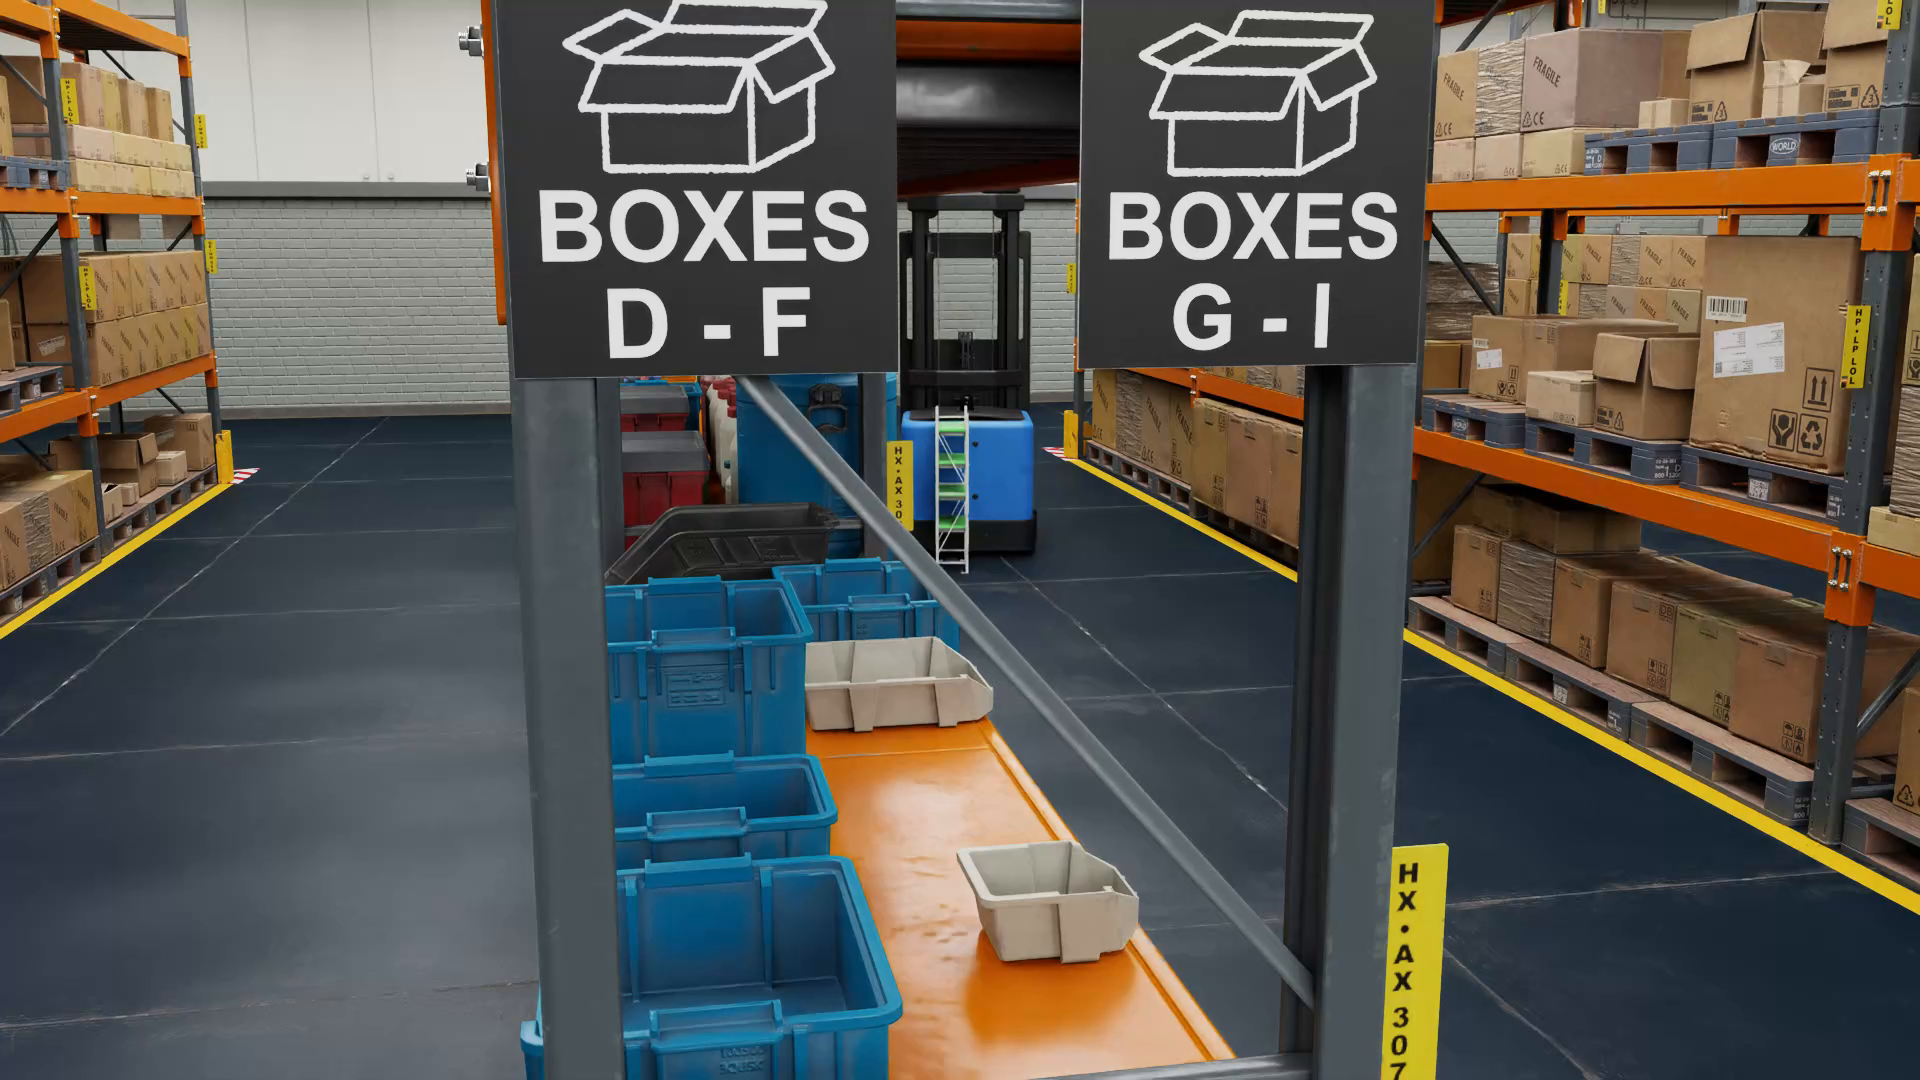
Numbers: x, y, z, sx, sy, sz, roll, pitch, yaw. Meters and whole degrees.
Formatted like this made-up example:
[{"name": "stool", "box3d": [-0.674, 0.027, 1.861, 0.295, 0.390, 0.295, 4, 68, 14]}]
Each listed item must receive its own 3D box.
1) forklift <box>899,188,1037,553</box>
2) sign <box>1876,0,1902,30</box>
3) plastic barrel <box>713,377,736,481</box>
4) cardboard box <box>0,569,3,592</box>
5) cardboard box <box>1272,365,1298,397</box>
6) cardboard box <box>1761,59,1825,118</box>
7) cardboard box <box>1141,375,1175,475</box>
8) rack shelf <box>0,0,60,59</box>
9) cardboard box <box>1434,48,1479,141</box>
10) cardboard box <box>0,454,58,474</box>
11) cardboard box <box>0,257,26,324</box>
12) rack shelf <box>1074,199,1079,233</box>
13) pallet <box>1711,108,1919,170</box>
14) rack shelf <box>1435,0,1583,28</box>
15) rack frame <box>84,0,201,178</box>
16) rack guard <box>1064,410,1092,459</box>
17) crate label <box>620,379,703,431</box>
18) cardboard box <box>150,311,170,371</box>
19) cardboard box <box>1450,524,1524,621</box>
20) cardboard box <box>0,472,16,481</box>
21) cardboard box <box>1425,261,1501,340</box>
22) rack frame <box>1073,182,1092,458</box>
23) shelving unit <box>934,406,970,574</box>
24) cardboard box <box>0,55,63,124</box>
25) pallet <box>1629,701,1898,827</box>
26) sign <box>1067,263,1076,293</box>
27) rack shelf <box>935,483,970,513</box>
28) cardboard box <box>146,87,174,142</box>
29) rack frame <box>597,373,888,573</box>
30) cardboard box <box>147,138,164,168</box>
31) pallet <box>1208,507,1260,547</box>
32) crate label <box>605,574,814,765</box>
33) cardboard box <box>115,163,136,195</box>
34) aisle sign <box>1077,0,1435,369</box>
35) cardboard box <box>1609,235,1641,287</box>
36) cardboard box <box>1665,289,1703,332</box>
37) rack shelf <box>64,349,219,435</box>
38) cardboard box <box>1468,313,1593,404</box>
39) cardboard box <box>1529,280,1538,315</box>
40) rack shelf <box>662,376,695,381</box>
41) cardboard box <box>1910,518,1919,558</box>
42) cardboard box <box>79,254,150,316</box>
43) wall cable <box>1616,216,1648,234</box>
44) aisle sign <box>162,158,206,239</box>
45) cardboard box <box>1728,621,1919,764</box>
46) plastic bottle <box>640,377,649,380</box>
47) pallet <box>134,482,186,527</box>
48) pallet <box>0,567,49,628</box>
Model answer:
[{"name": "forklift", "box3d": [0.037, -1.565, 14.080, 1.130, 2.935, 3.031, 0, 11, -1]}, {"name": "sign", "box3d": [3.555, -2.118, 6.345, 0.100, 0.325, 0.005, -2, 11, -11]}, {"name": "plastic barrel", "box3d": [-0.957, -0.502, 7.948, 0.433, 0.535, 0.433, 0, 11, 0]}, {"name": "cardboard box", "box3d": [-6.405, 0.138, 10.459, 0.500, 0.500, 0.500, -2, 11, -12]}, {"name": "cardboard box", "box3d": [2.689, -1.362, 12.565, 0.500, 0.500, 0.500, -2, 11, -10]}, {"name": "cardboard box", "box3d": [3.818, -2.001, 7.399, 0.396, 0.266, 0.258, -2, 11, -9]}, {"name": "cardboard box", "box3d": [2.318, -1.137, 16.207, 0.875, 0.875, 0.875, -2, 11, -11]}, {"name": "rack shelf", "box3d": [-6.786, -3.356, 10.256, 1.077, 0.370, 4.000, -2, 11, -11]}, {"name": "cardboard box", "box3d": [3.160, -2.624, 9.836, 0.500, 0.500, 0.500, -2, 11, -10]}, {"name": "cardboard box", "box3d": [-7.564, -0.408, 13.327, 0.500, 0.500, 0.500, -2, 11, -11]}, {"name": "cardboard box", "box3d": [-7.527, -1.949, 12.974, 0.500, 0.500, 0.500, -2, 11, -11]}, {"name": "rack shelf", "box3d": [2.154, -3.172, 16.243, 1.077, 0.370, 4.000, -2, 11, -11]}, {"name": "pallet", "box3d": [4.084, -1.716, 7.172, 1.213, 0.211, 1.003, -2, 11, -11]}, {"name": "rack shelf", "box3d": [3.710, -2.982, 8.291, 1.077, 0.370, 4.000, -2, 11, -11]}, {"name": "rack frame", "box3d": [-7.953, -5.006, 15.933, 1.000, 3.000, 0.127, -2, 11, -11]}, {"name": "rack guard", "box3d": [1.761, -1.195, 18.640, 1.175, 0.500, 0.348, -2, 11, -11]}, {"name": "crate label", "box3d": [-1.609, -0.597, 8.716, 0.502, 0.435, 0.616, -2, 11, -11]}, {"name": "cardboard box", "box3d": [-7.305, -1.757, 14.638, 0.500, 0.500, 0.500, -2, 11, -12]}, {"name": "cardboard box", "box3d": [3.471, 0.182, 10.225, 0.700, 0.500, 0.500, -3, 11, -14]}, {"name": "cardboard box", "box3d": [-7.320, -0.216, 12.319, 0.500, 0.500, 0.500, -3, 11, -14]}, {"name": "cardboard box", "box3d": [3.195, -1.628, 11.279, 0.797, 0.503, 0.637, -2, 11, -9]}, {"name": "rack frame", "box3d": [1.765, -2.419, 18.383, 1.000, 3.000, 0.127, -2, 11, -11]}, {"name": "shelving unit", "box3d": [-0.061, -0.381, 12.491, 0.258, 1.200, 0.503, 0, 11, -1]}, {"name": "cardboard box", "box3d": [-7.307, -3.427, 12.717, 0.700, 0.500, 0.500, -2, 11, -11]}, {"name": "pallet", "box3d": [3.946, 1.009, 7.830, 1.003, 0.211, 1.213, -2, 11, -11]}, {"name": "sign", "box3d": [1.220, -2.864, 18.194, 0.100, 0.325, 0.005, -2, 11, -11]}, {"name": "rack shelf", "box3d": [-0.061, -0.319, 12.503, 0.258, 0.148, 0.480, 0, 11, -1]}, {"name": "cardboard box", "box3d": [-7.837, -3.980, 15.619, 0.700, 0.500, 0.500, -2, 11, -11]}, {"name": "rack frame", "box3d": [-0.759, -0.038, 5.873, 1.000, 3.000, 0.127, -2, 11, -11]}, {"name": "cardboard box", "box3d": [-7.412, -3.436, 14.770, 0.500, 0.250, 0.500, -2, 11, -11]}, {"name": "pallet", "box3d": [2.767, -0.177, 14.060, 1.003, 0.211, 1.213, -2, 11, -11]}, {"name": "crate label", "box3d": [-0.605, 0.351, 3.738, 0.502, 0.435, 0.616, -2, 11, -11]}, {"name": "cardboard box", "box3d": [-7.216, -3.007, 13.854, 0.500, 0.250, 0.500, -2, 11, -11]}, {"name": "aisle sign", "box3d": [0.320, -0.579, 1.763, 0.394, 0.787, 0.004, -2, 11, -11]}, {"name": "cardboard box", "box3d": [6.880, -2.799, 16.643, 0.500, 0.500, 0.500, -2, 11, -10]}, {"name": "cardboard box", "box3d": [7.057, -2.121, 15.754, 0.500, 0.500, 0.500, -2, 11, -11]}, {"name": "rack shelf", "box3d": [-7.564, -1.339, 14.634, 1.077, 0.370, 4.000, -2, 11, -11]}, {"name": "cardboard box", "box3d": [3.465, -1.110, 10.113, 0.500, 0.500, 0.500, -4, 11, -18]}, {"name": "cardboard box", "box3d": [6.596, -2.586, 18.200, 0.500, 0.500, 0.500, -2, 11, -11]}, {"name": "rack shelf", "box3d": [-2.704, -1.519, 15.577, 1.077, 0.370, 4.000, -2, 11, -11]}, {"name": "cardboard box", "box3d": [3.882, 0.002, 6.335, 0.380, 0.149, 0.250, -2, 11, -11]}, {"name": "cardboard box", "box3d": [-7.191, -2.152, 14.037, 0.500, 0.500, 0.500, -2, 11, -13]}, {"name": "wall cable", "box3d": [10.366, -4.327, 25.608, 0.585, 1.953, 0.123, -2, 11, -11]}, {"name": "aisle sign", "box3d": [-7.665, -3.360, 16.375, 0.394, 0.787, 0.004, -2, 11, -11]}, {"name": "cardboard box", "box3d": [4.001, 0.680, 7.608, 0.700, 0.500, 0.500, -3, 11, -15]}, {"name": "plastic bottle", "box3d": [-2.151, -1.022, 11.354, 0.061, 0.283, 0.133, -2, 11, -11]}, {"name": "pallet", "box3d": [-7.548, -0.306, 14.740, 1.003, 0.211, 1.213, -2, 11, -11]}, {"name": "pallet", "box3d": [-6.739, 0.416, 10.946, 1.003, 0.211, 1.213, -2, 11, -11]}]
